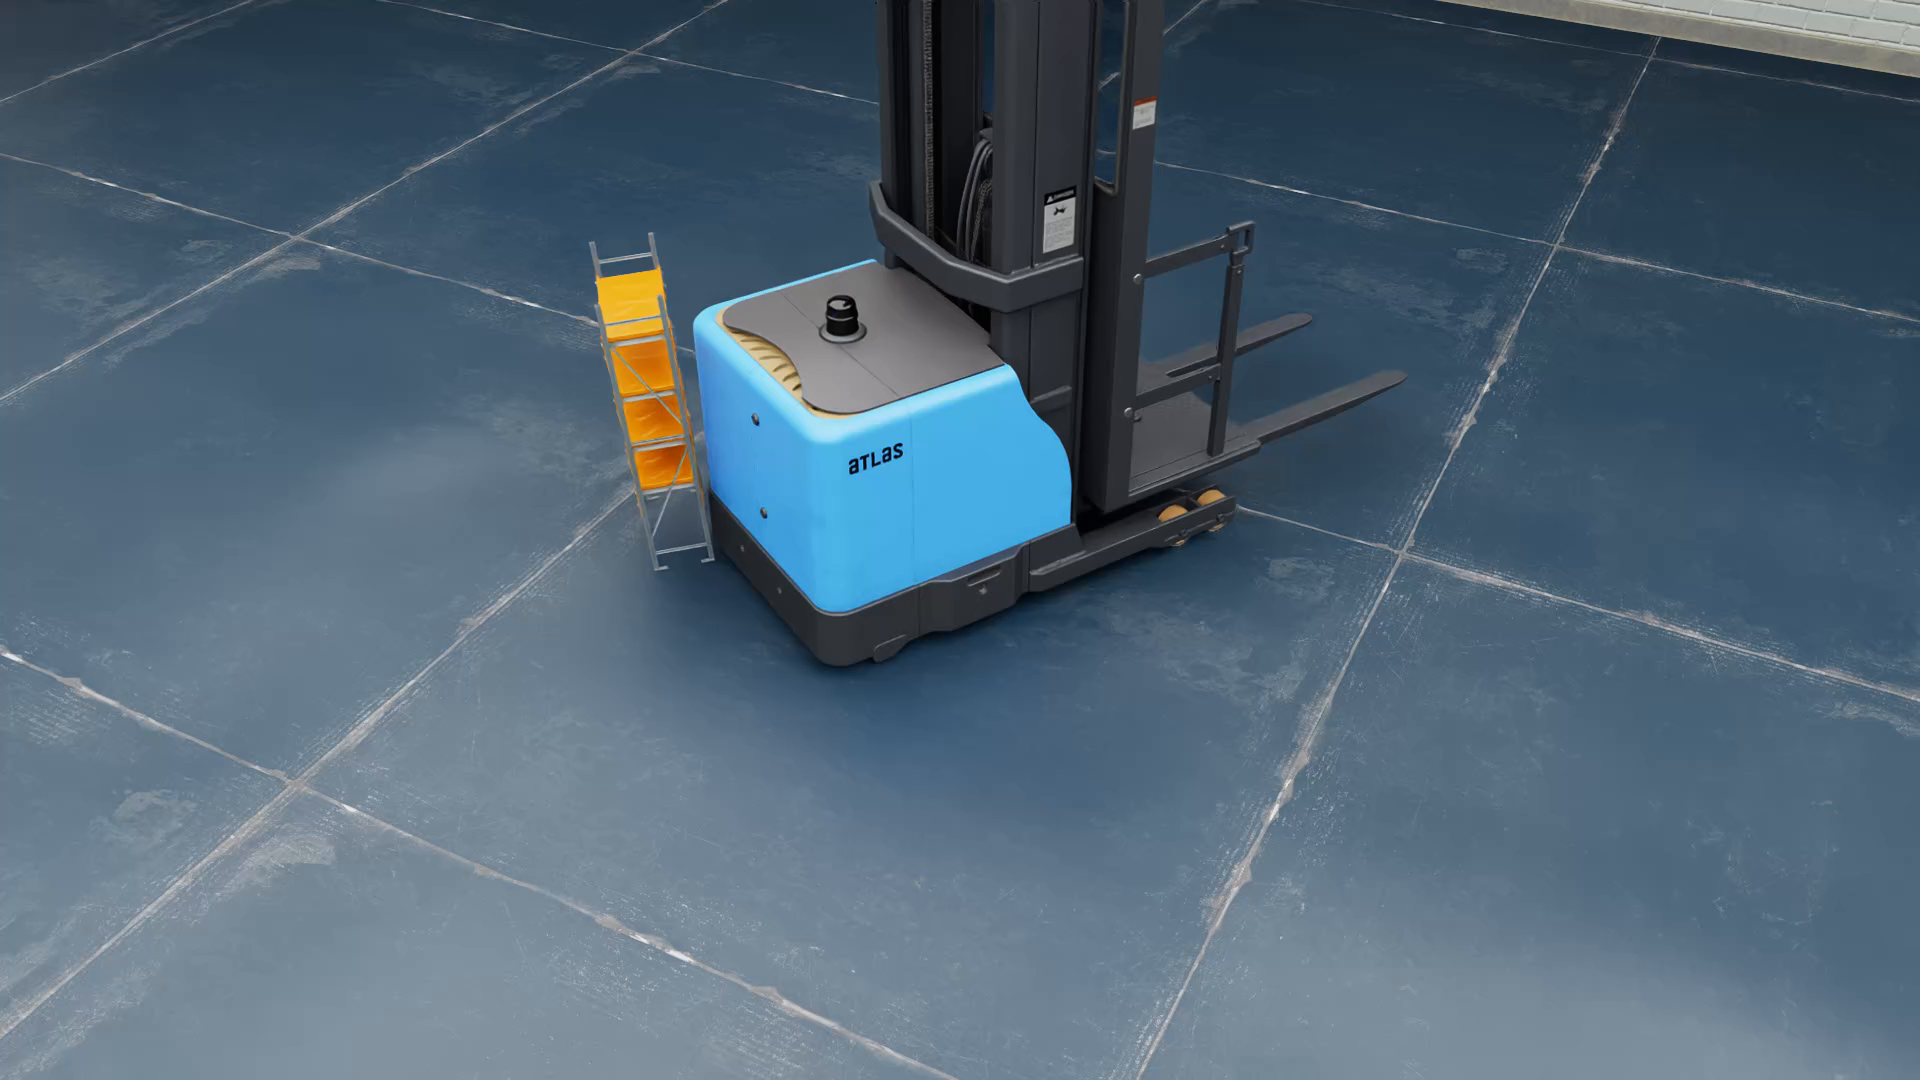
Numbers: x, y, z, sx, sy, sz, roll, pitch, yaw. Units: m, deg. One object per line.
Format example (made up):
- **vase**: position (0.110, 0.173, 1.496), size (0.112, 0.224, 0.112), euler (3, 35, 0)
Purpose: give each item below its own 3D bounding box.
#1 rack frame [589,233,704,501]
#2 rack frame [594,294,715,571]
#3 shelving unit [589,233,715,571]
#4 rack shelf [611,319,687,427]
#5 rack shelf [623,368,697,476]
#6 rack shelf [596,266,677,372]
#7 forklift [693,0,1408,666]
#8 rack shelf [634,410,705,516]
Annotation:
- **rack frame**: position (-1.234, -0.661, 6.616), size (0.240, 1.200, 0.015), euler (-10, 38, -7)
- **rack frame**: position (-1.131, -0.373, 6.236), size (0.240, 1.200, 0.015), euler (-10, 38, -7)
- **shelving unit**: position (-1.183, -0.517, 6.426), size (0.258, 1.200, 0.503), euler (-10, 38, -7)
- **rack shelf**: position (-1.193, -0.640, 6.330), size (0.258, 0.148, 0.480), euler (-10, 38, -7)
- **rack shelf**: position (-1.179, -0.464, 6.467), size (0.258, 0.148, 0.480), euler (-10, 38, -7)
- **rack shelf**: position (-1.208, -0.827, 6.185), size (0.258, 0.148, 0.480), euler (-10, 38, -7)
- **forklift**: position (0.523, -1.389, 6.156), size (3.031, 2.935, 1.130), euler (-21, 42, -25)
- **rack shelf**: position (-1.166, -0.308, 6.589), size (0.258, 0.148, 0.480), euler (-10, 38, -7)
